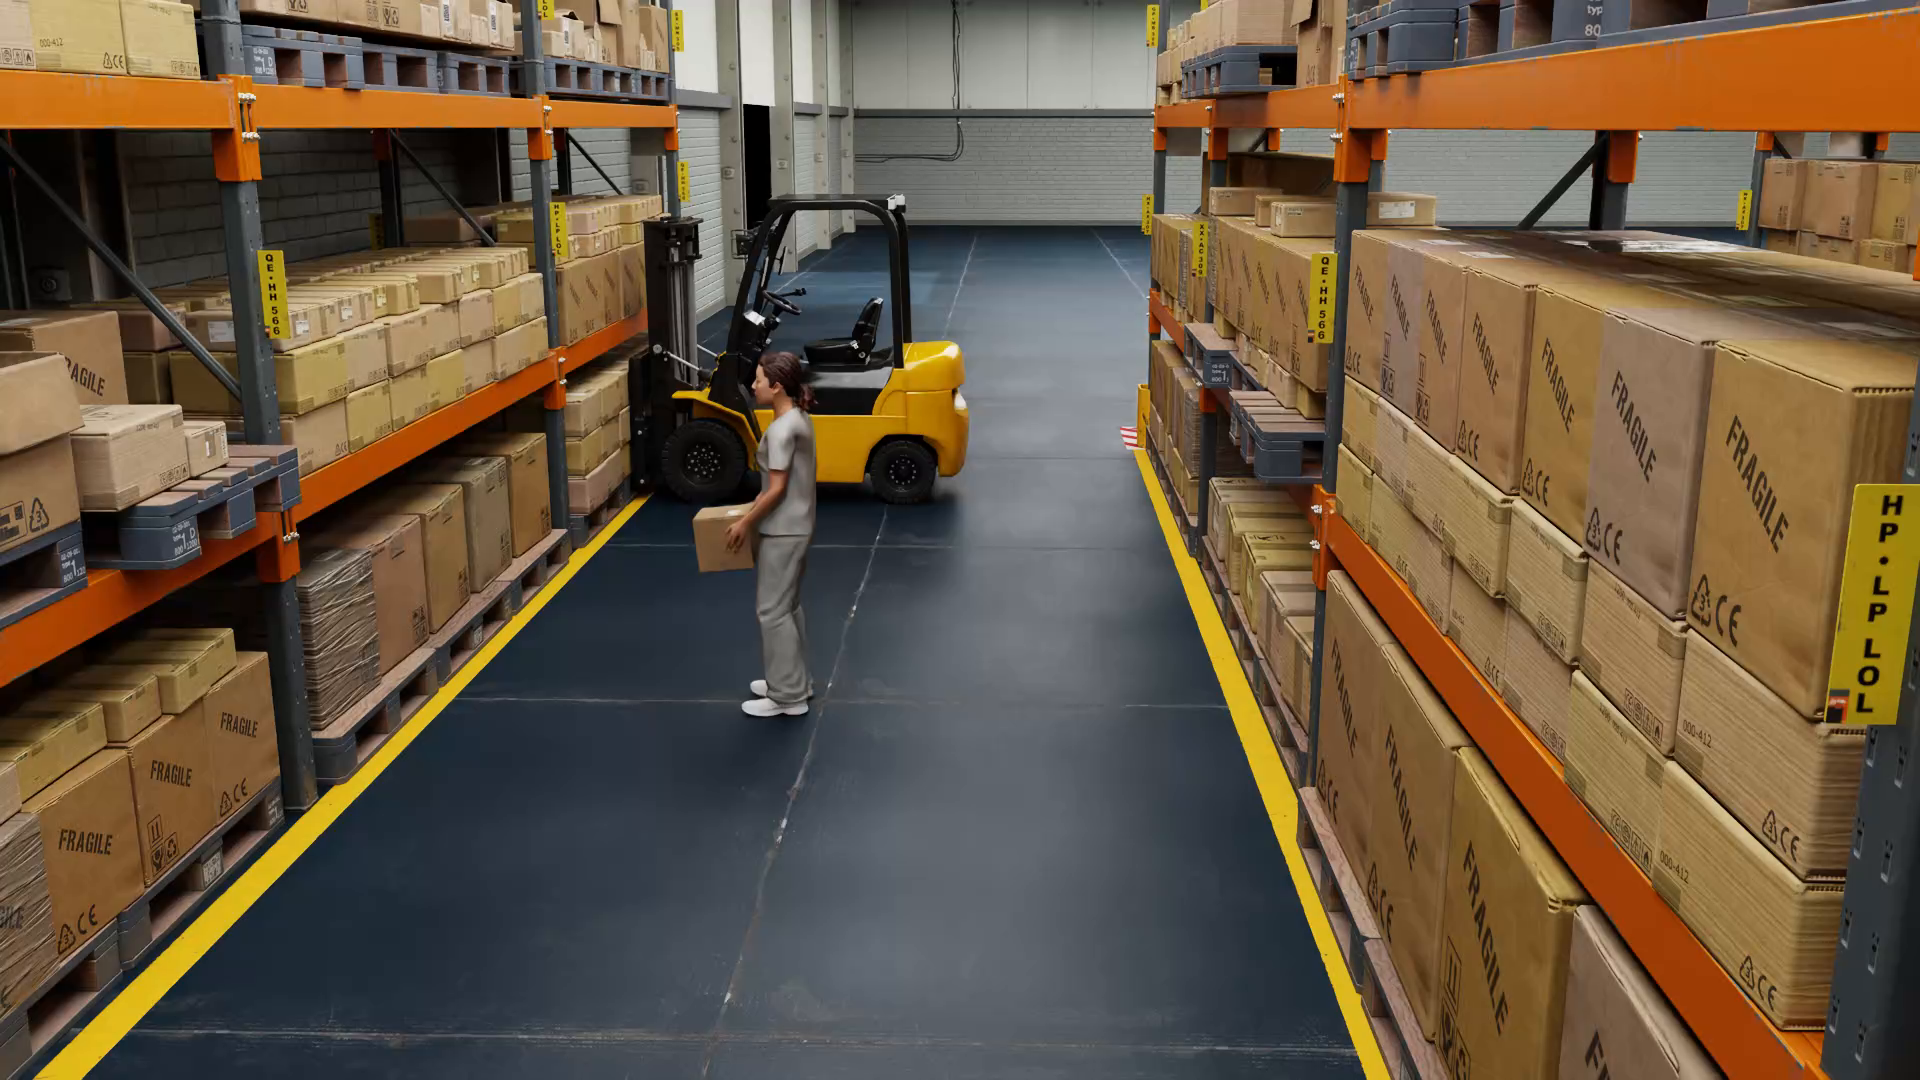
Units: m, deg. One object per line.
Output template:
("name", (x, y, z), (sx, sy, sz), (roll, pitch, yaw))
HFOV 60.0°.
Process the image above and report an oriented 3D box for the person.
("person", (-0.847, -0.031, 7.621), (0.429, 1.676, 0.466), (0, 14, 1))
